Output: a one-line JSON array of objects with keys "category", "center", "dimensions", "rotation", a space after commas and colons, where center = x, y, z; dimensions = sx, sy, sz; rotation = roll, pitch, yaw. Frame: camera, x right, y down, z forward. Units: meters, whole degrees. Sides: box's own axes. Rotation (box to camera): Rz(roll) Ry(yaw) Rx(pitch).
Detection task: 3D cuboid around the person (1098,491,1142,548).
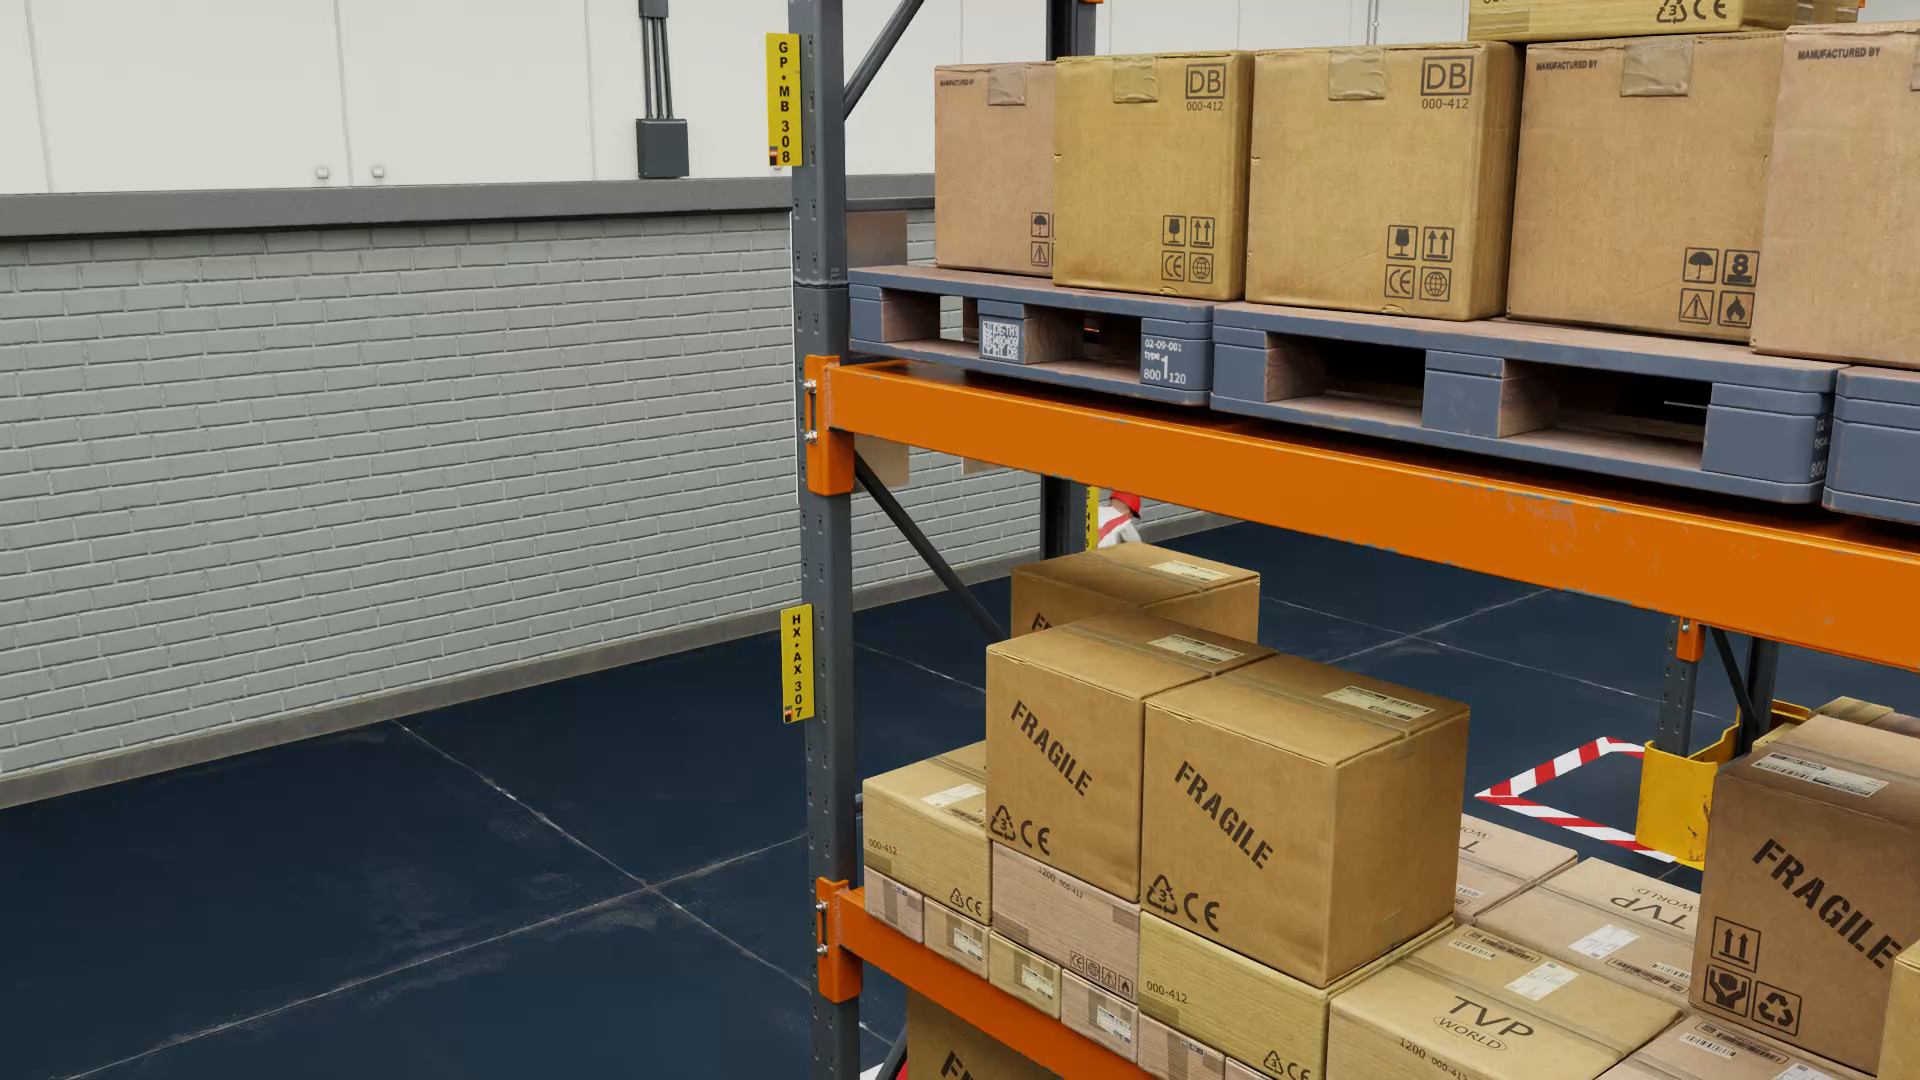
[{"category": "person", "center": [0.894, 0.221, 11.054], "dimensions": [0.860, 1.074, 0.579], "rotation": [-12, 18, -40]}]
